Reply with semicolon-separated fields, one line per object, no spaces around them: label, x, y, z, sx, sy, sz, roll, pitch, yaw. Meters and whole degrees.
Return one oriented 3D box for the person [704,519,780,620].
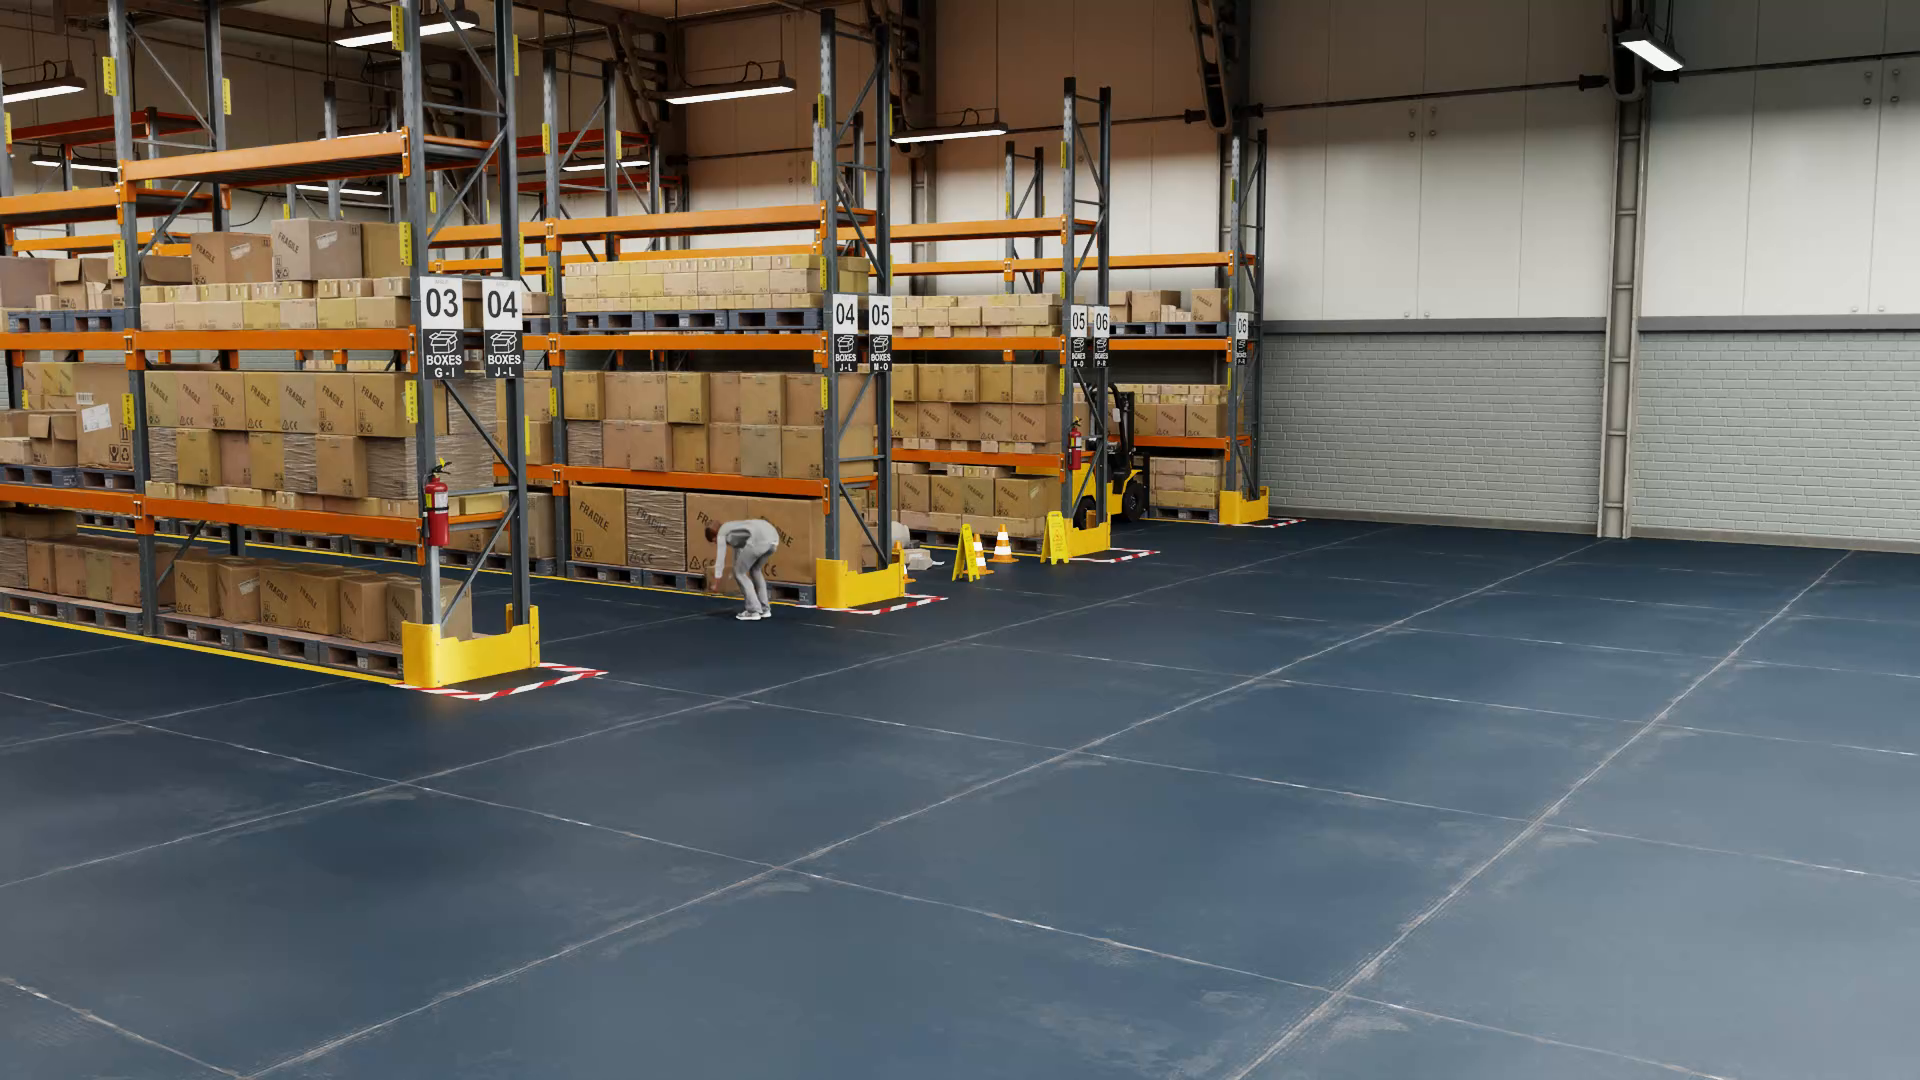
person;-2.178;0.275;16.463;0.871;0.990;0.395;4;8;31
